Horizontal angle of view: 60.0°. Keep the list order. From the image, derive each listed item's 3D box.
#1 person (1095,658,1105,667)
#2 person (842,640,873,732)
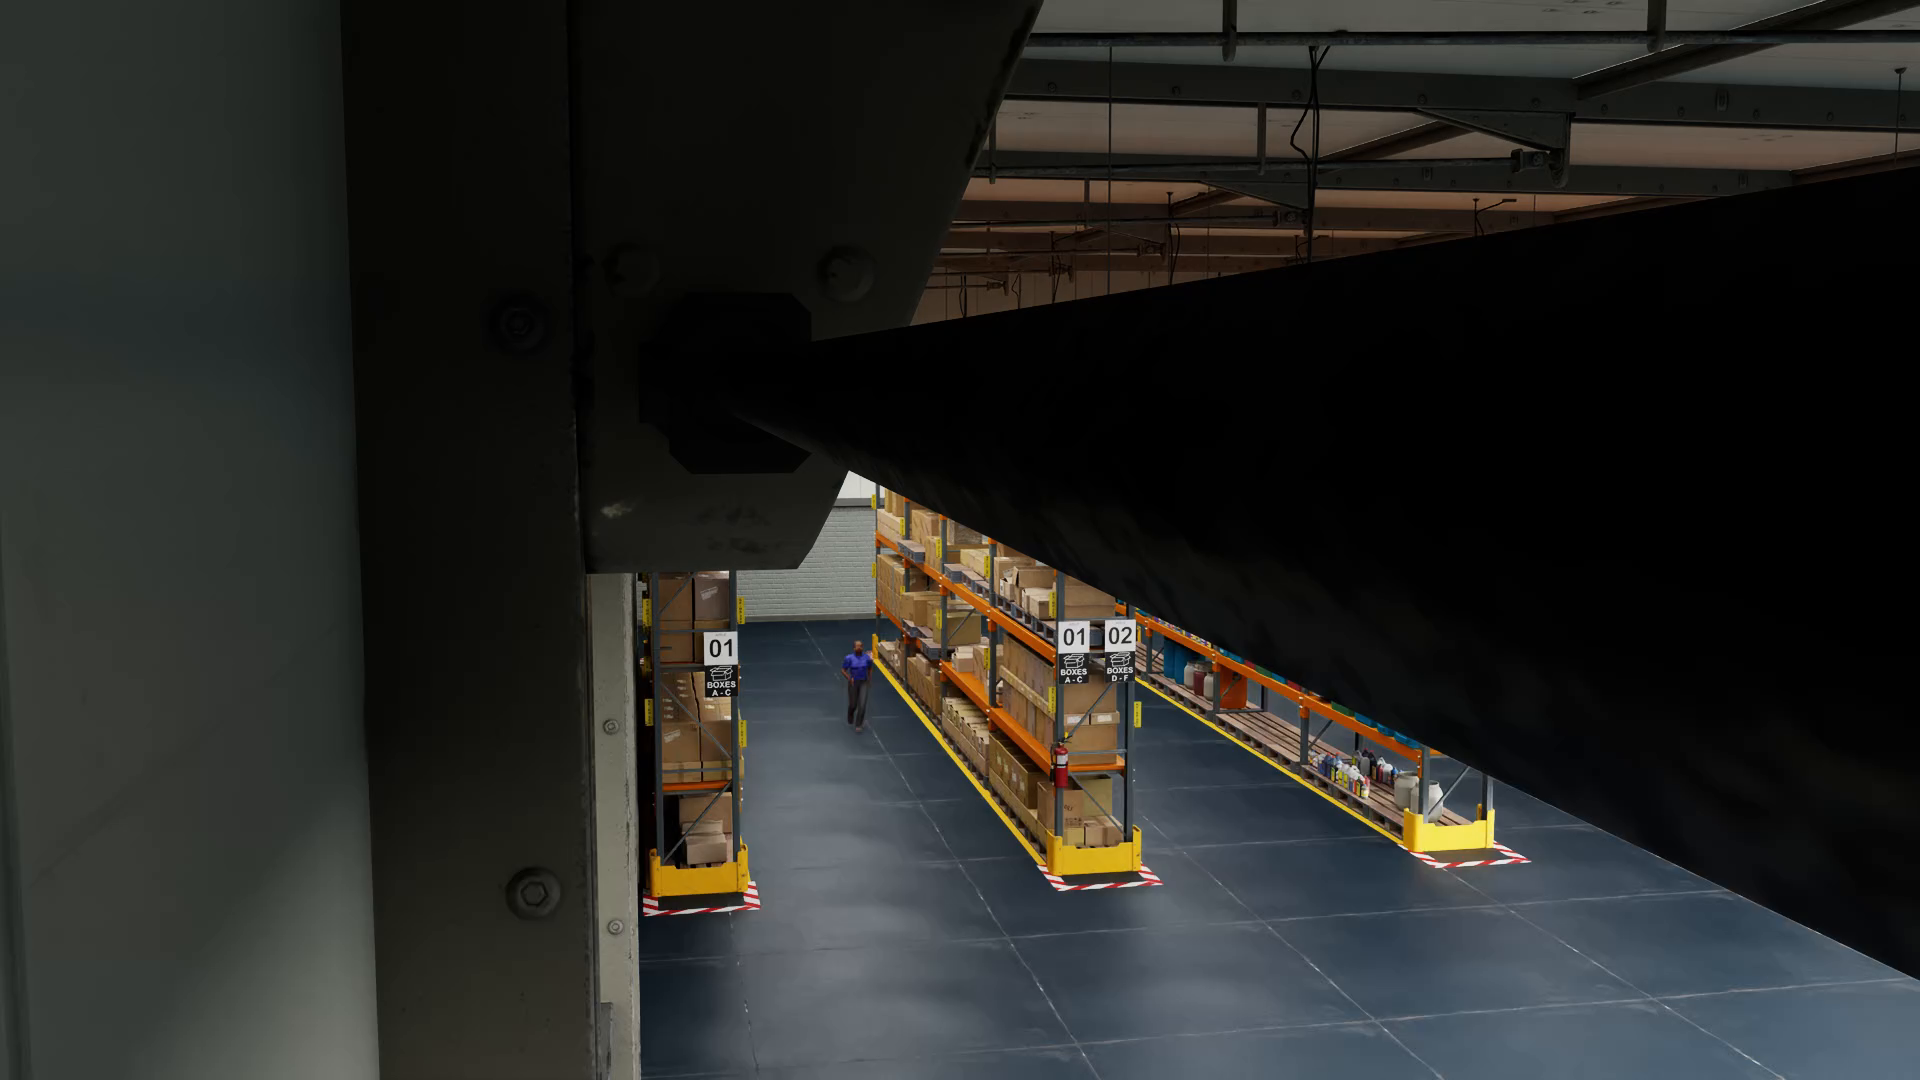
[{"bbox_3d":[2.673,2.355,30.558,0.694,1.703,0.780,-1,6,-13],"label":"person"},{"bbox_3d":[-1.786,2.541,29.137,0.562,1.609,0.589,-2,6,-15],"label":"person"}]
